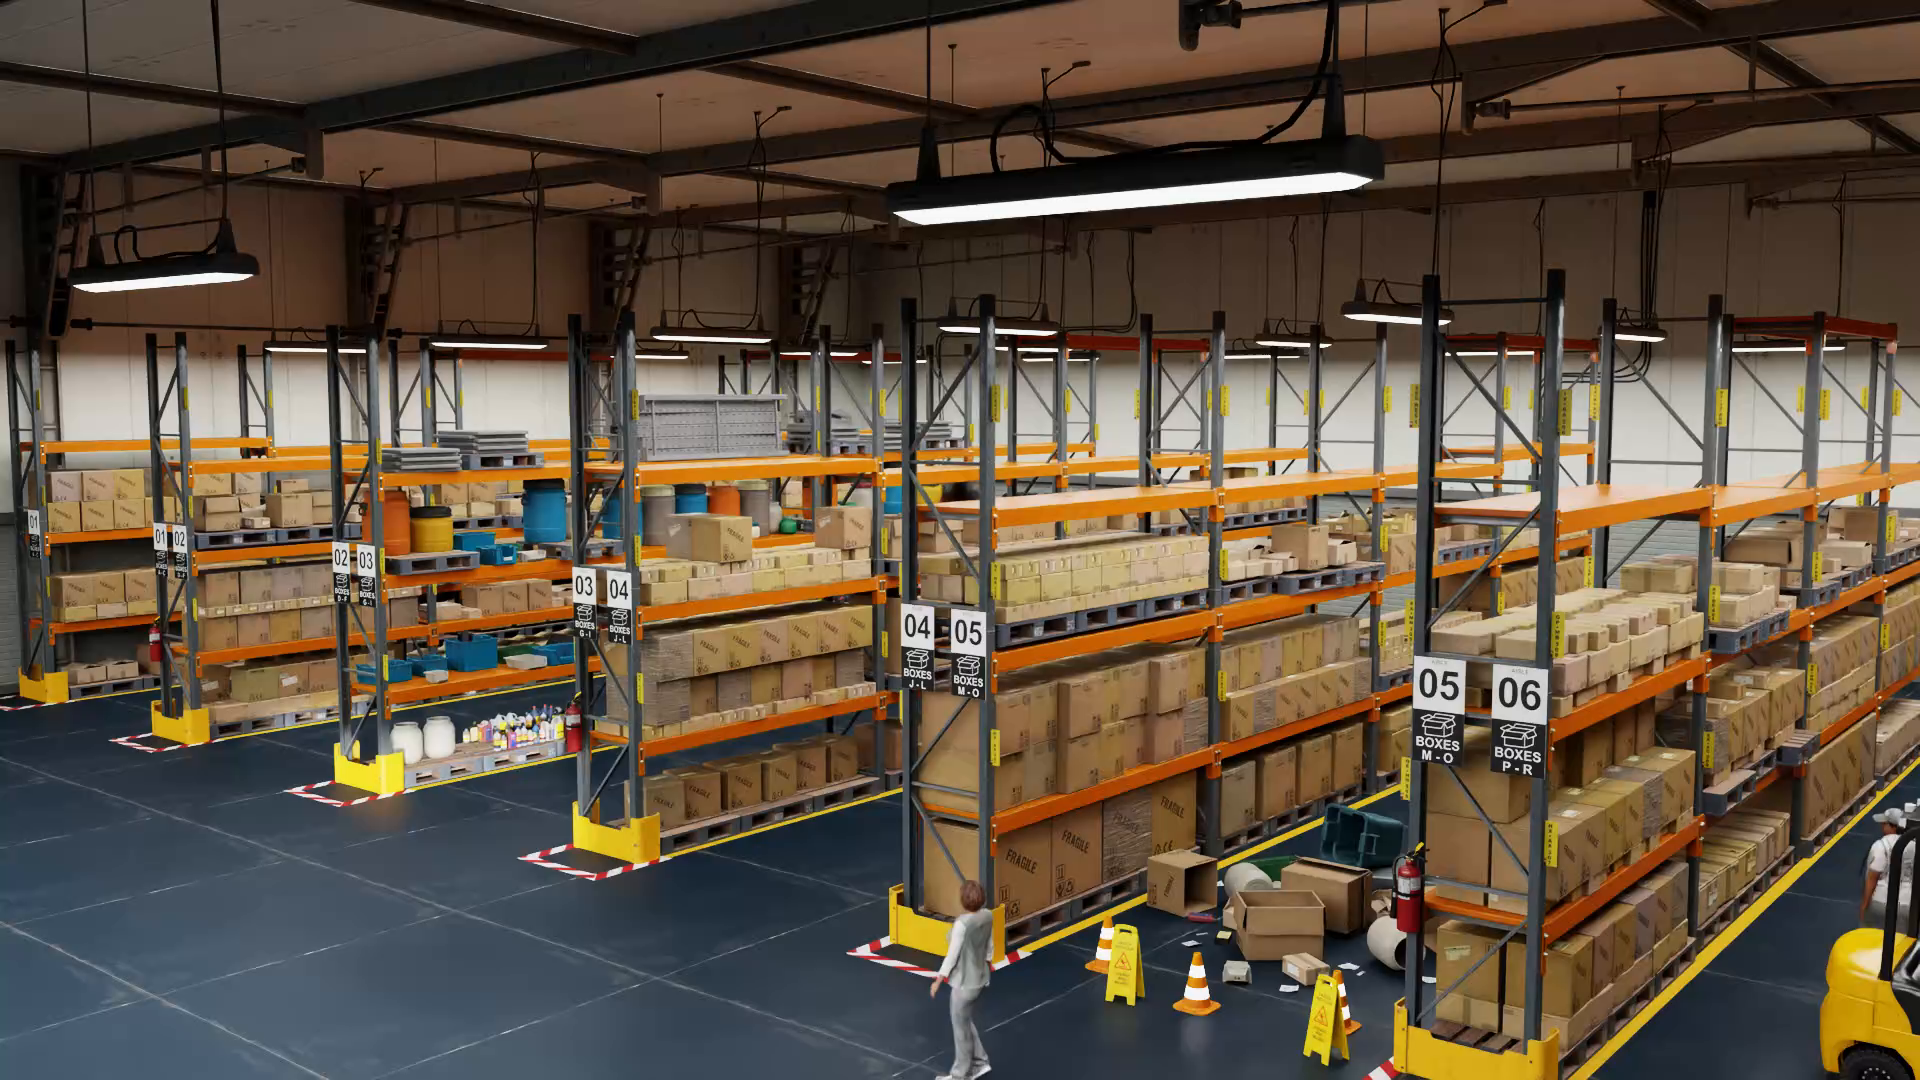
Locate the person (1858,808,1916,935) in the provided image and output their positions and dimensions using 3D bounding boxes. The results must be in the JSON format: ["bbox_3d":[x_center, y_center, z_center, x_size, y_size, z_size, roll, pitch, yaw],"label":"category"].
[{"bbox_3d":[8.113,3.089,14.580,0.504,1.538,0.781,1,5,9],"label":"person"}]

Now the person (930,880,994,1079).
[{"bbox_3d":[0.012,3.275,12.260,0.428,1.603,0.429,2,6,23],"label":"person"}]
